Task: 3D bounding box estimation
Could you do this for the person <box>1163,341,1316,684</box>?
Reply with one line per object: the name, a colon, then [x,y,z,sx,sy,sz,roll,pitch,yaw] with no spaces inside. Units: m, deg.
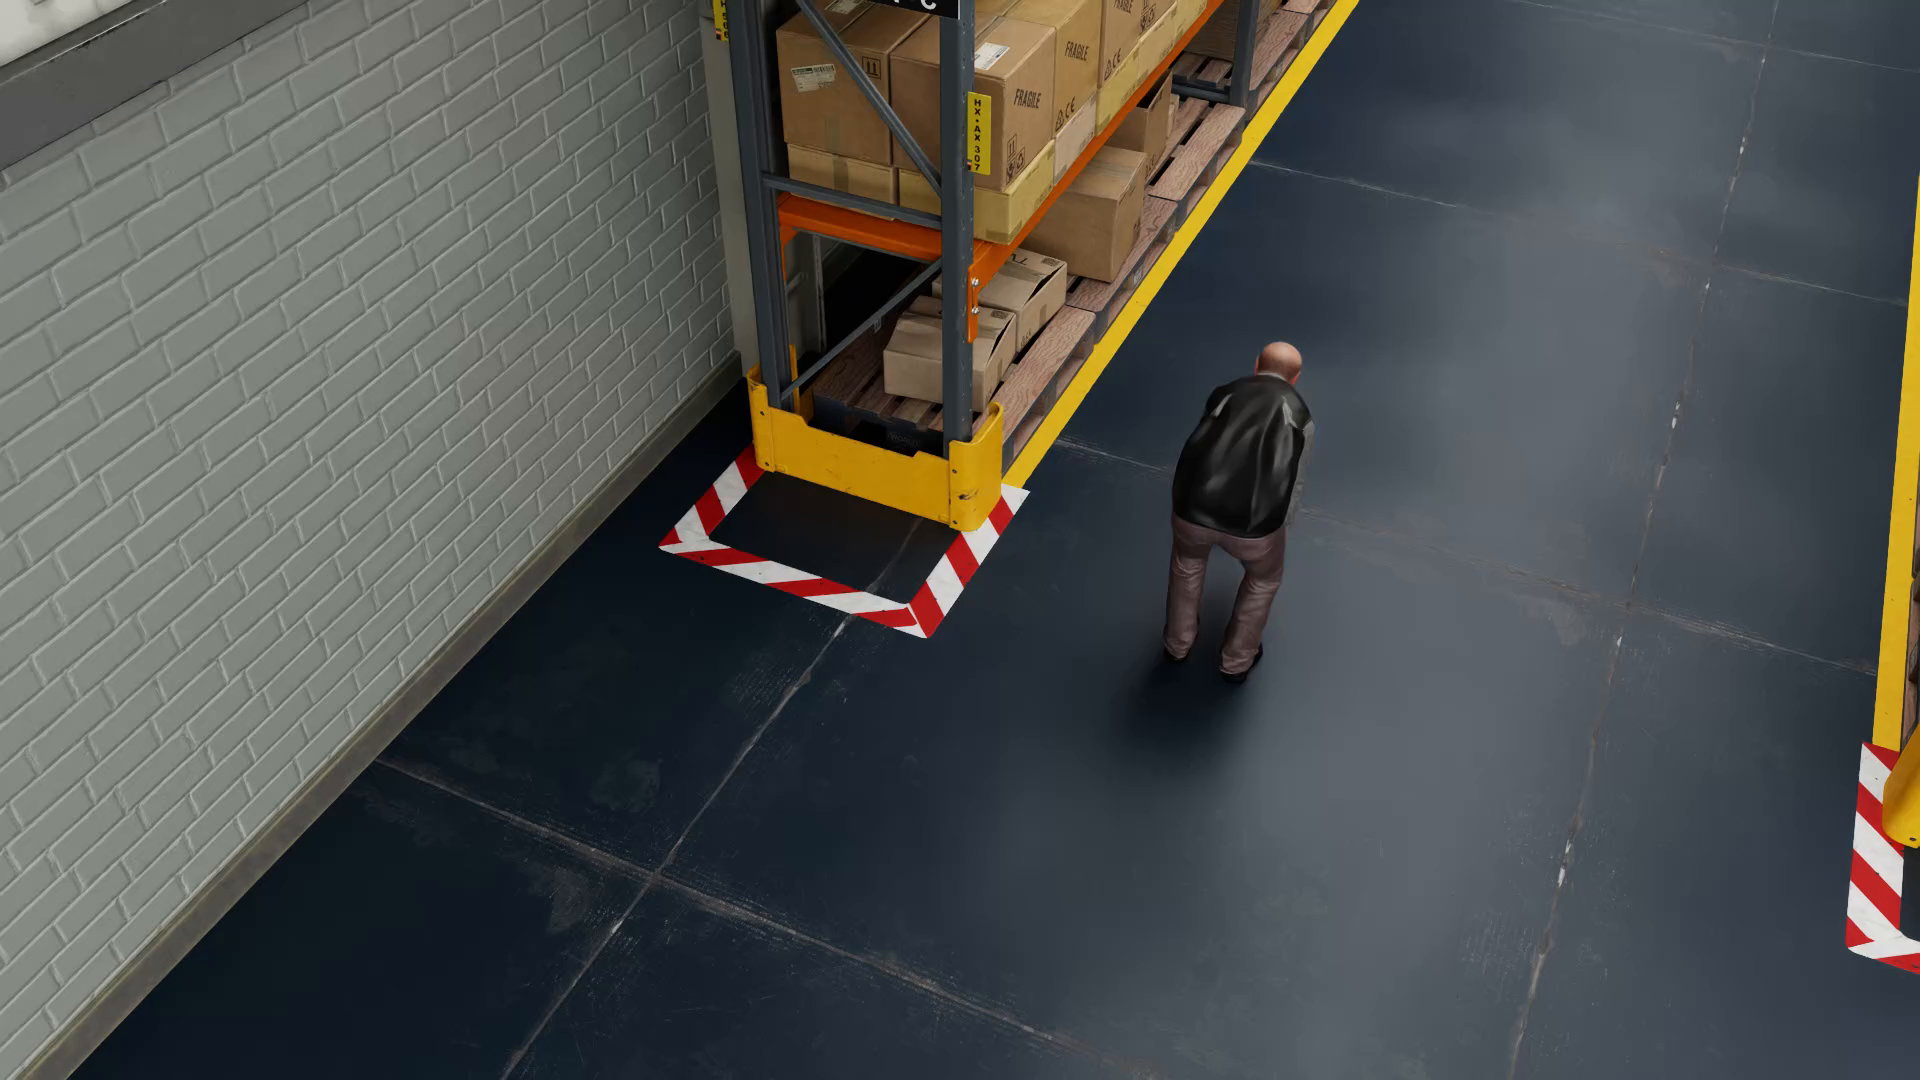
person: [1.132,-0.103,6.709,0.464,1.172,0.948,16,44,17]
